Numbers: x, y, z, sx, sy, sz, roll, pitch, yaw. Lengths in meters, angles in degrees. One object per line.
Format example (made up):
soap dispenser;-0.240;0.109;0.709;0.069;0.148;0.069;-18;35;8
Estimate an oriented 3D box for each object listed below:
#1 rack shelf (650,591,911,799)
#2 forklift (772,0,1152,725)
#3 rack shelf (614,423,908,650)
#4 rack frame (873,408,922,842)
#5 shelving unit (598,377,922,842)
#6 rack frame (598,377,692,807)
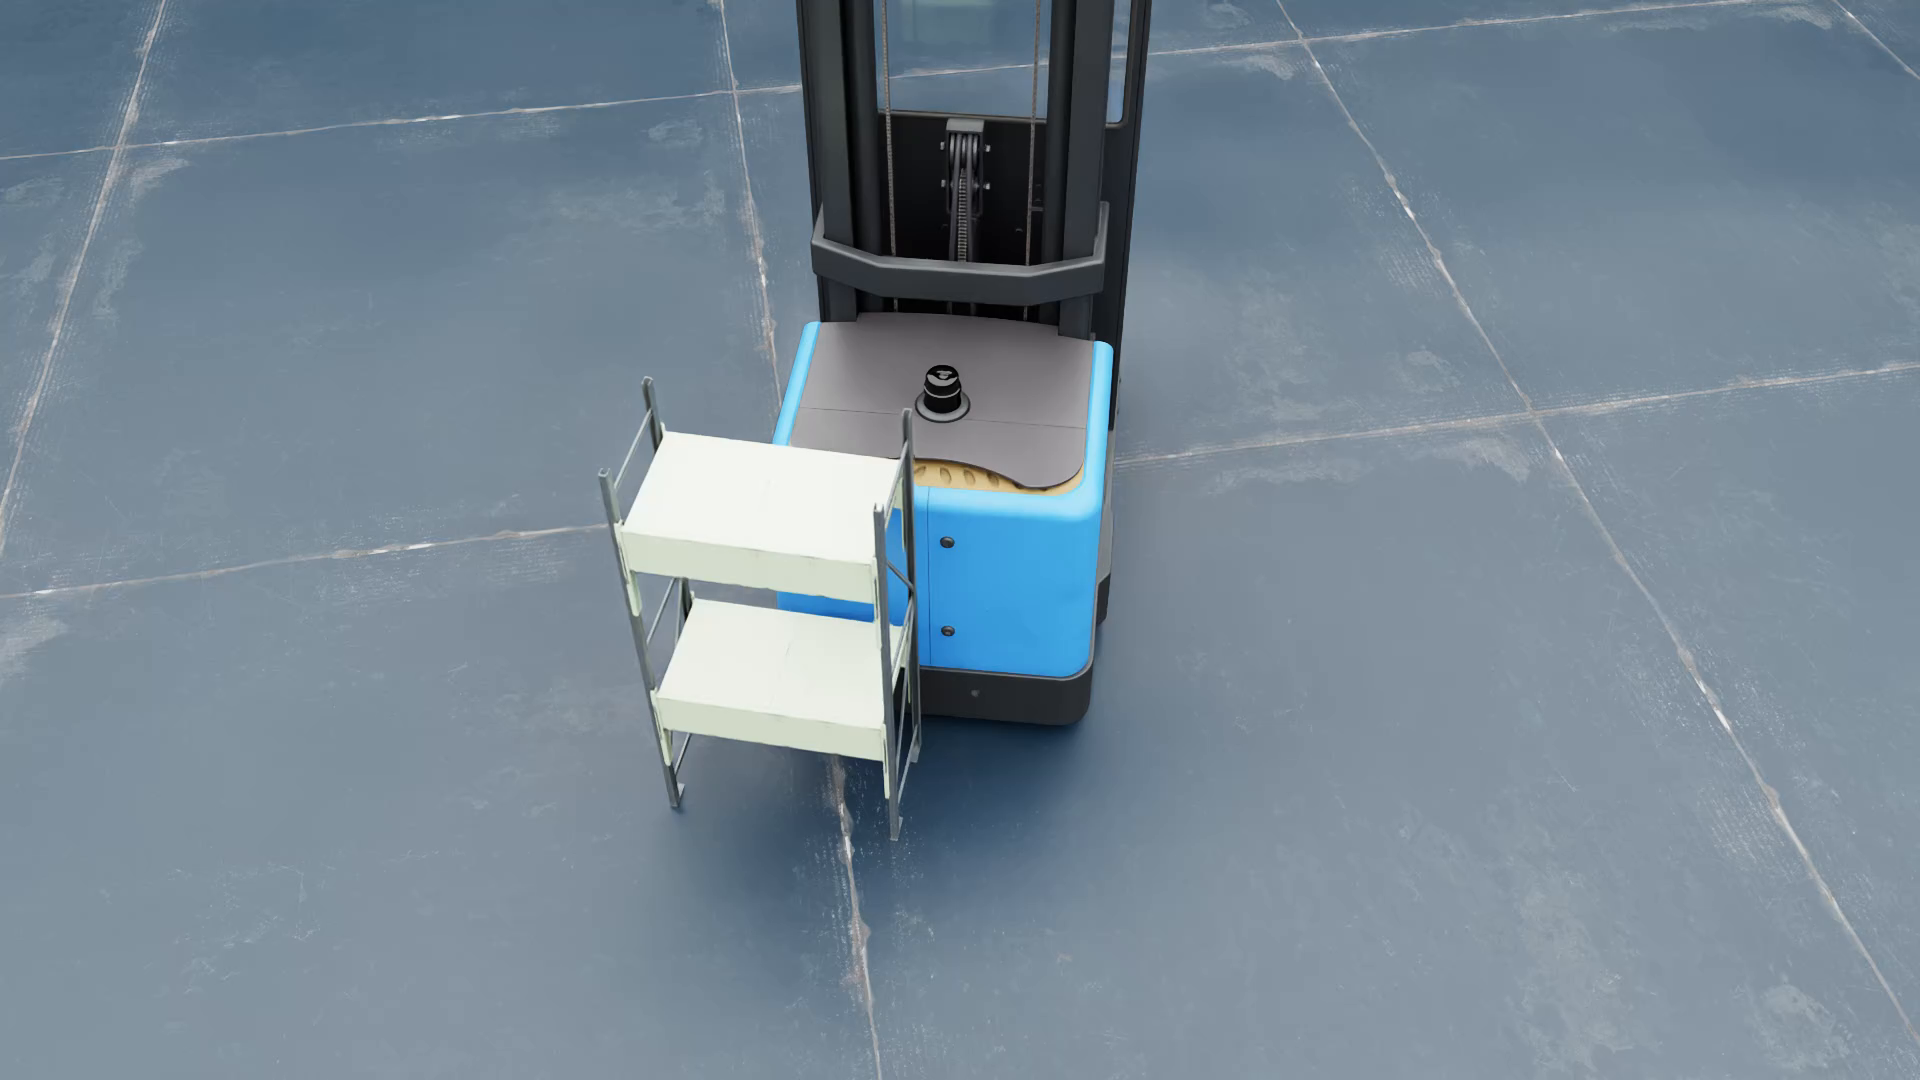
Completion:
rack shelf;-0.536;0.481;5.196;0.720;0.370;0.431;7;47;7
forklift;0.068;-1.464;5.626;1.130;2.935;3.031;5;46;4
rack shelf;-0.536;-0.013;4.678;0.720;0.370;0.431;7;47;7
rack frame;-0.176;0.303;4.915;0.023;1.500;0.400;7;47;7
shelving unit;-0.536;0.256;4.960;0.755;1.500;0.431;7;47;7
rack frame;-0.896;0.209;5.005;0.023;1.500;0.400;7;47;7
